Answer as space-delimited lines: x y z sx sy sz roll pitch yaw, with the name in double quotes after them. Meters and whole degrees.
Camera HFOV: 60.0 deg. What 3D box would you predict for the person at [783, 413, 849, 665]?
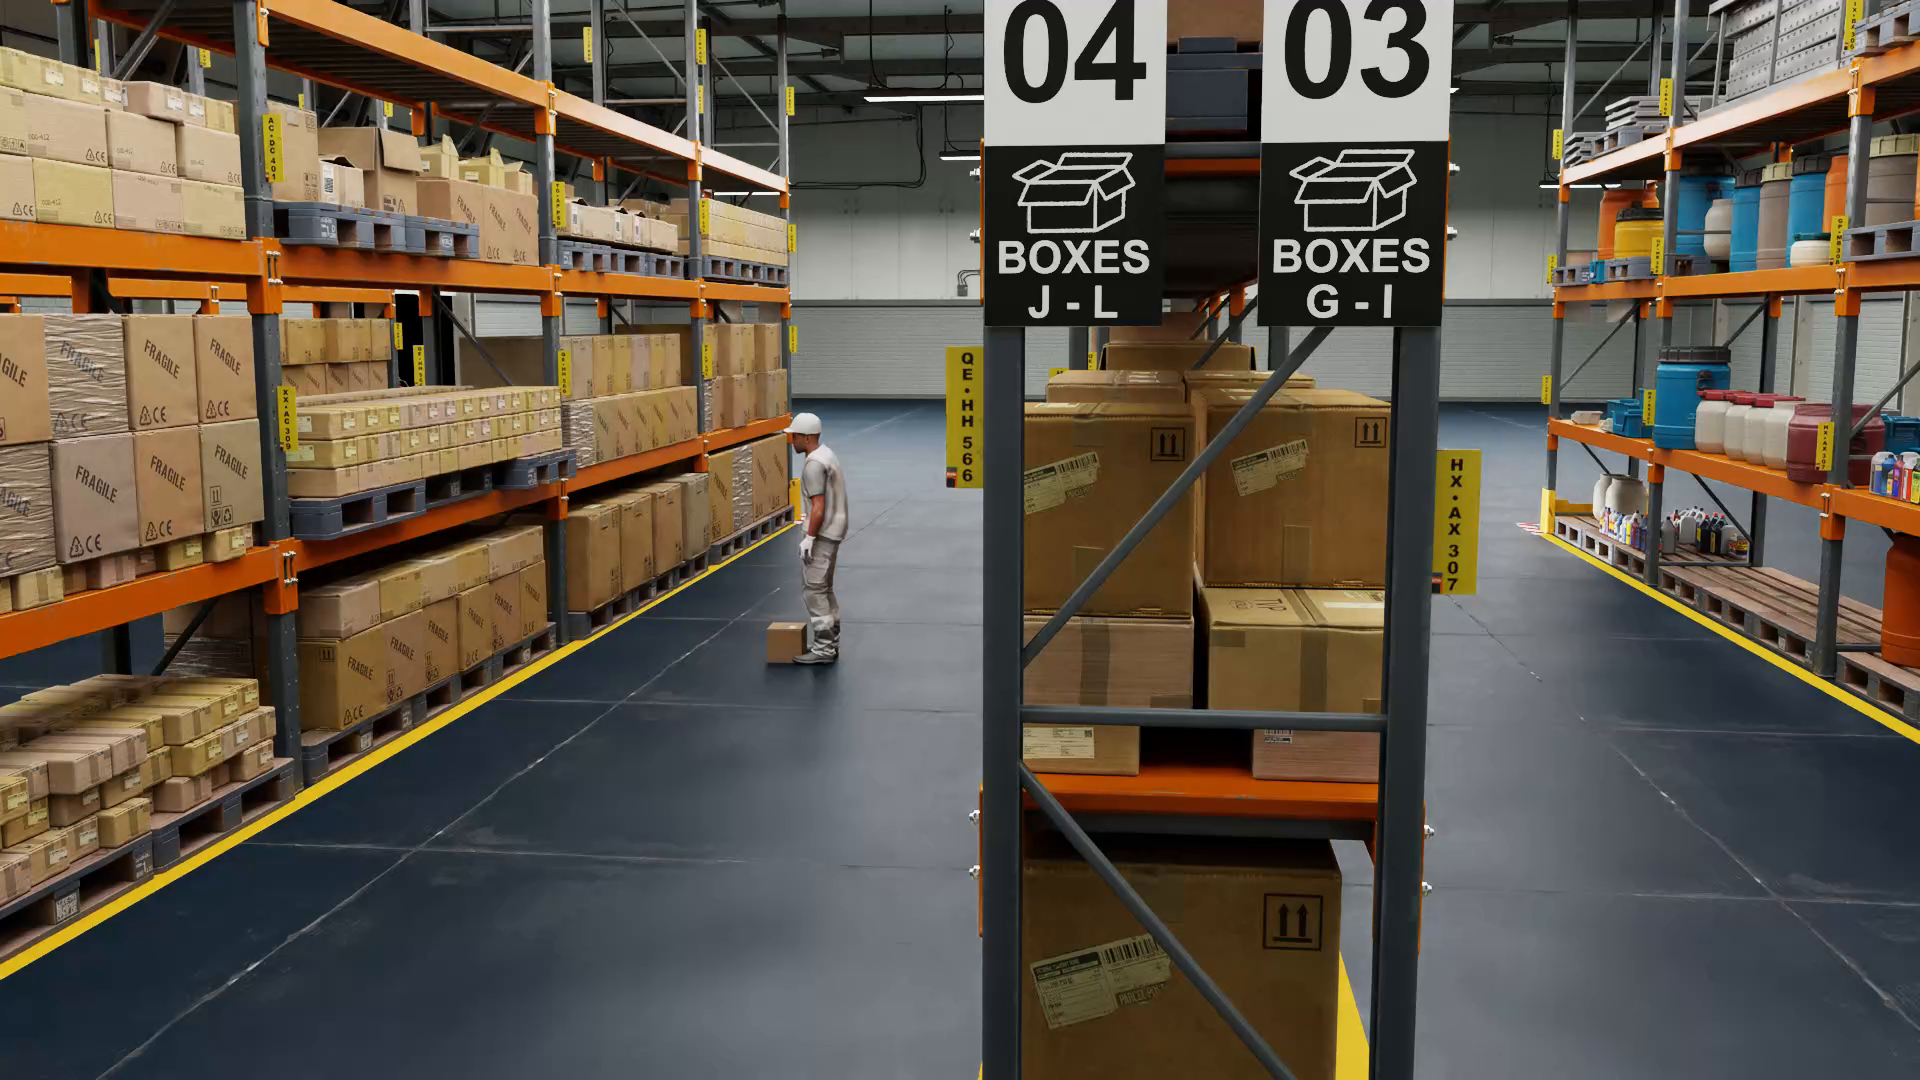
-1.021 -0.015 11.845 0.455 1.779 0.610 1 8 6 "person"
